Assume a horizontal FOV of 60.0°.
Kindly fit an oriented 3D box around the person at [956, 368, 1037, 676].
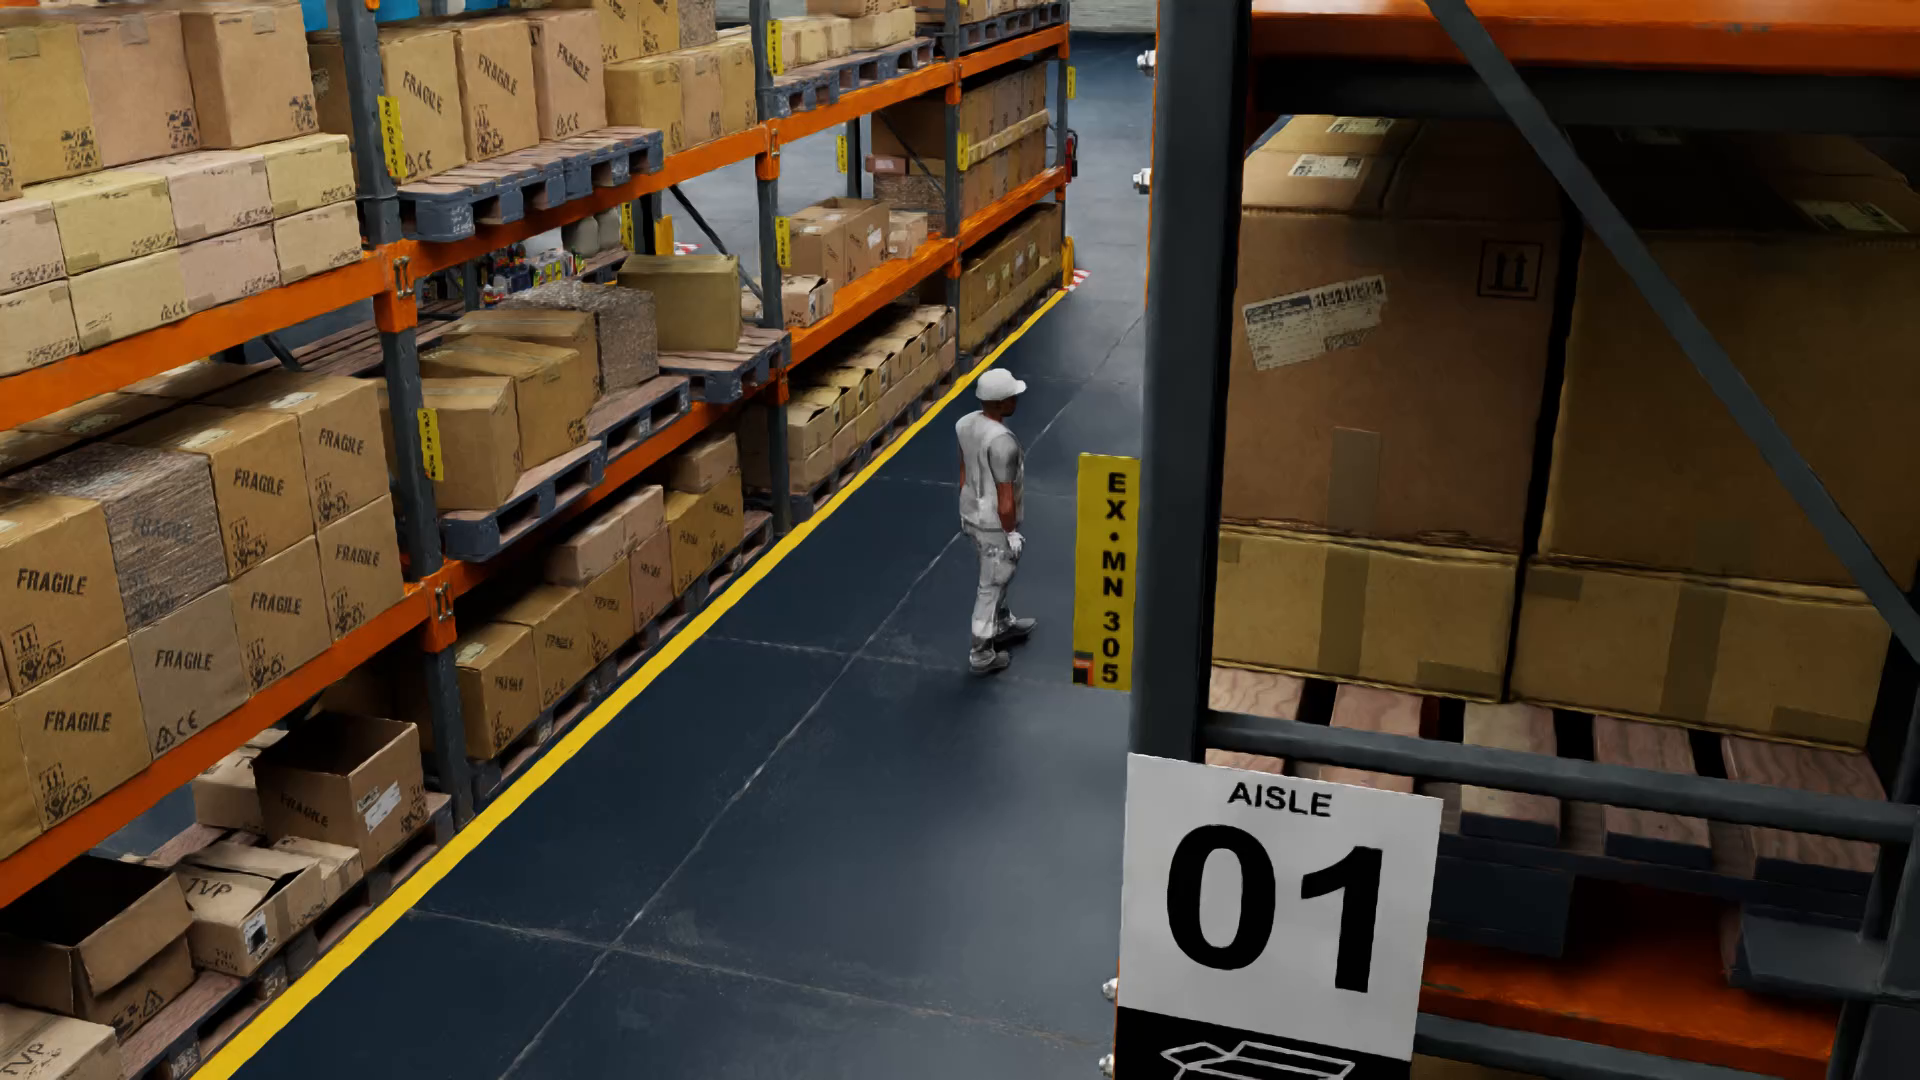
[{"bbox_3d":[0.296,-0.136,9.371,0.608,1.789,0.581,-11,24,-26],"label":"person"}]
